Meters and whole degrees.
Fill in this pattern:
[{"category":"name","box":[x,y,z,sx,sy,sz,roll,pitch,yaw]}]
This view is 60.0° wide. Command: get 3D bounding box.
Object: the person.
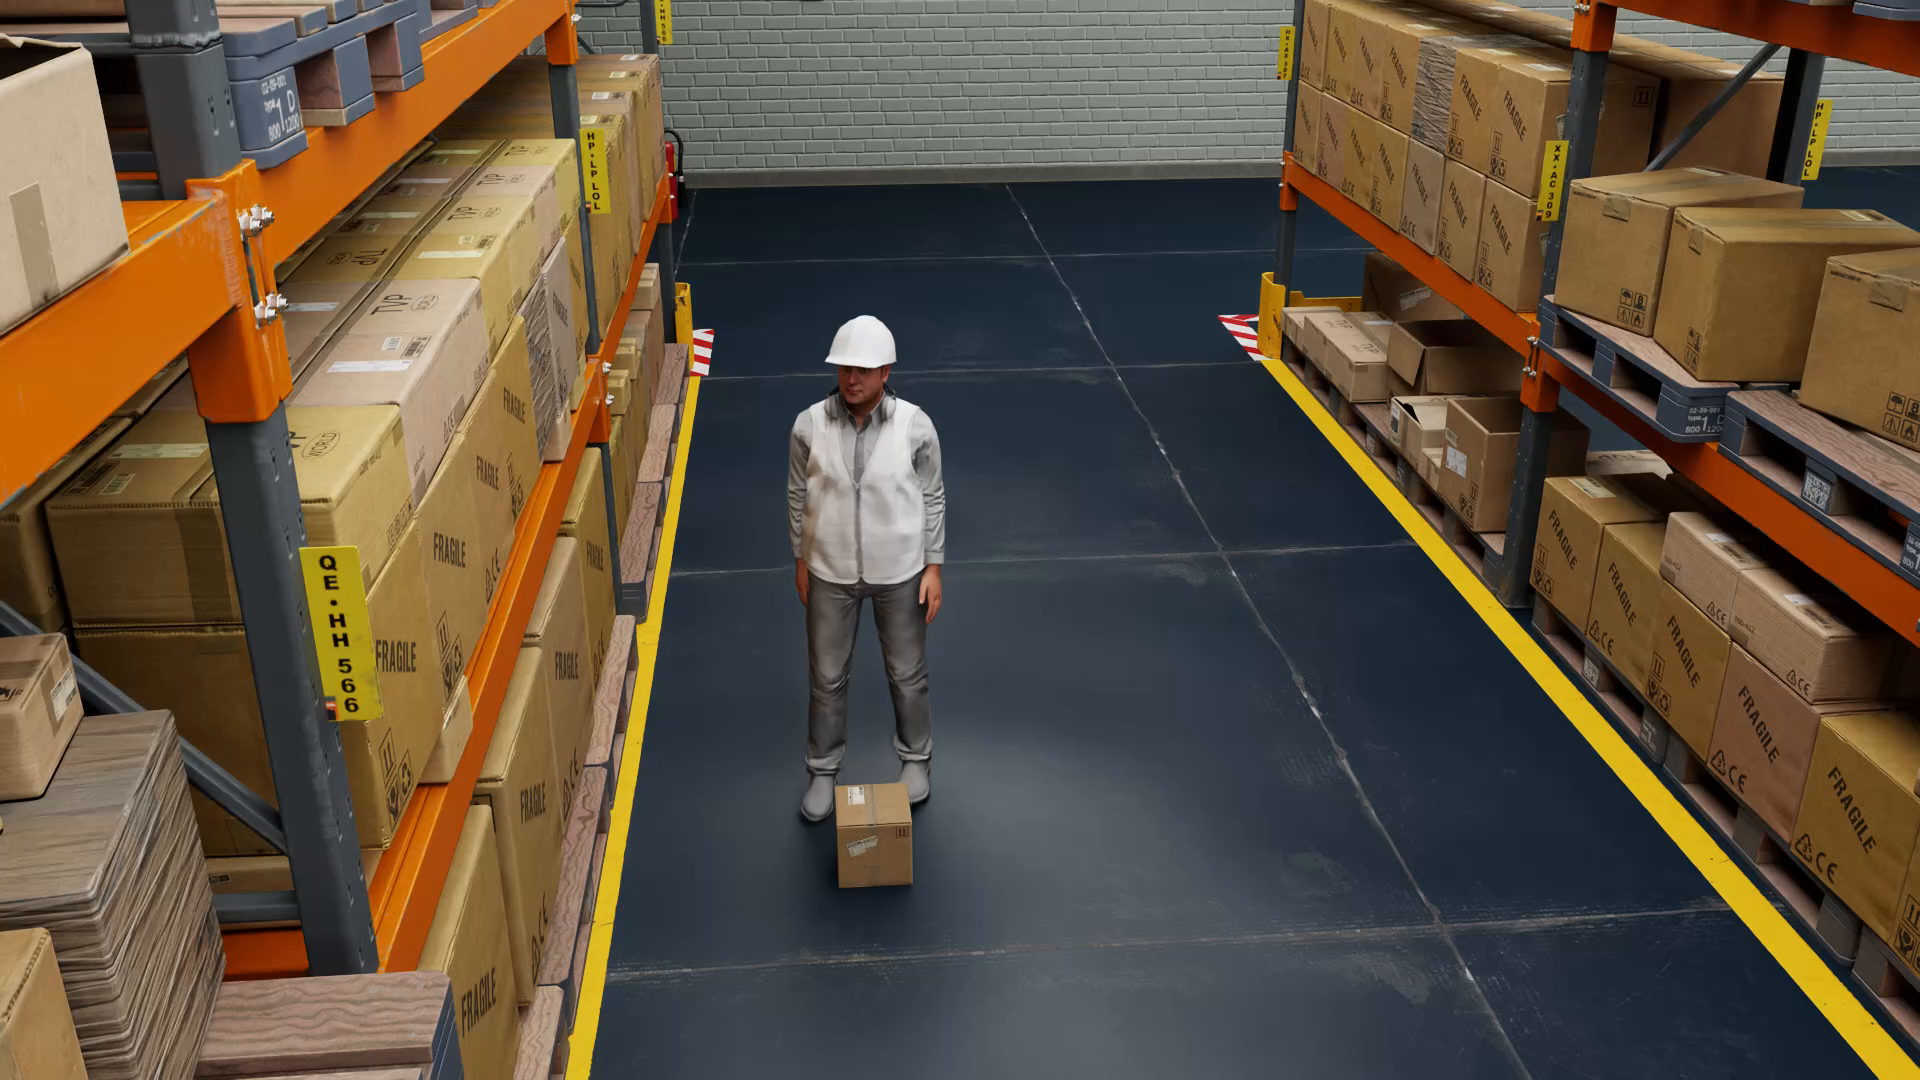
[{"category":"person","box":[-0.329,0.114,5.775,0.552,1.790,0.428,1,24,2]}]
